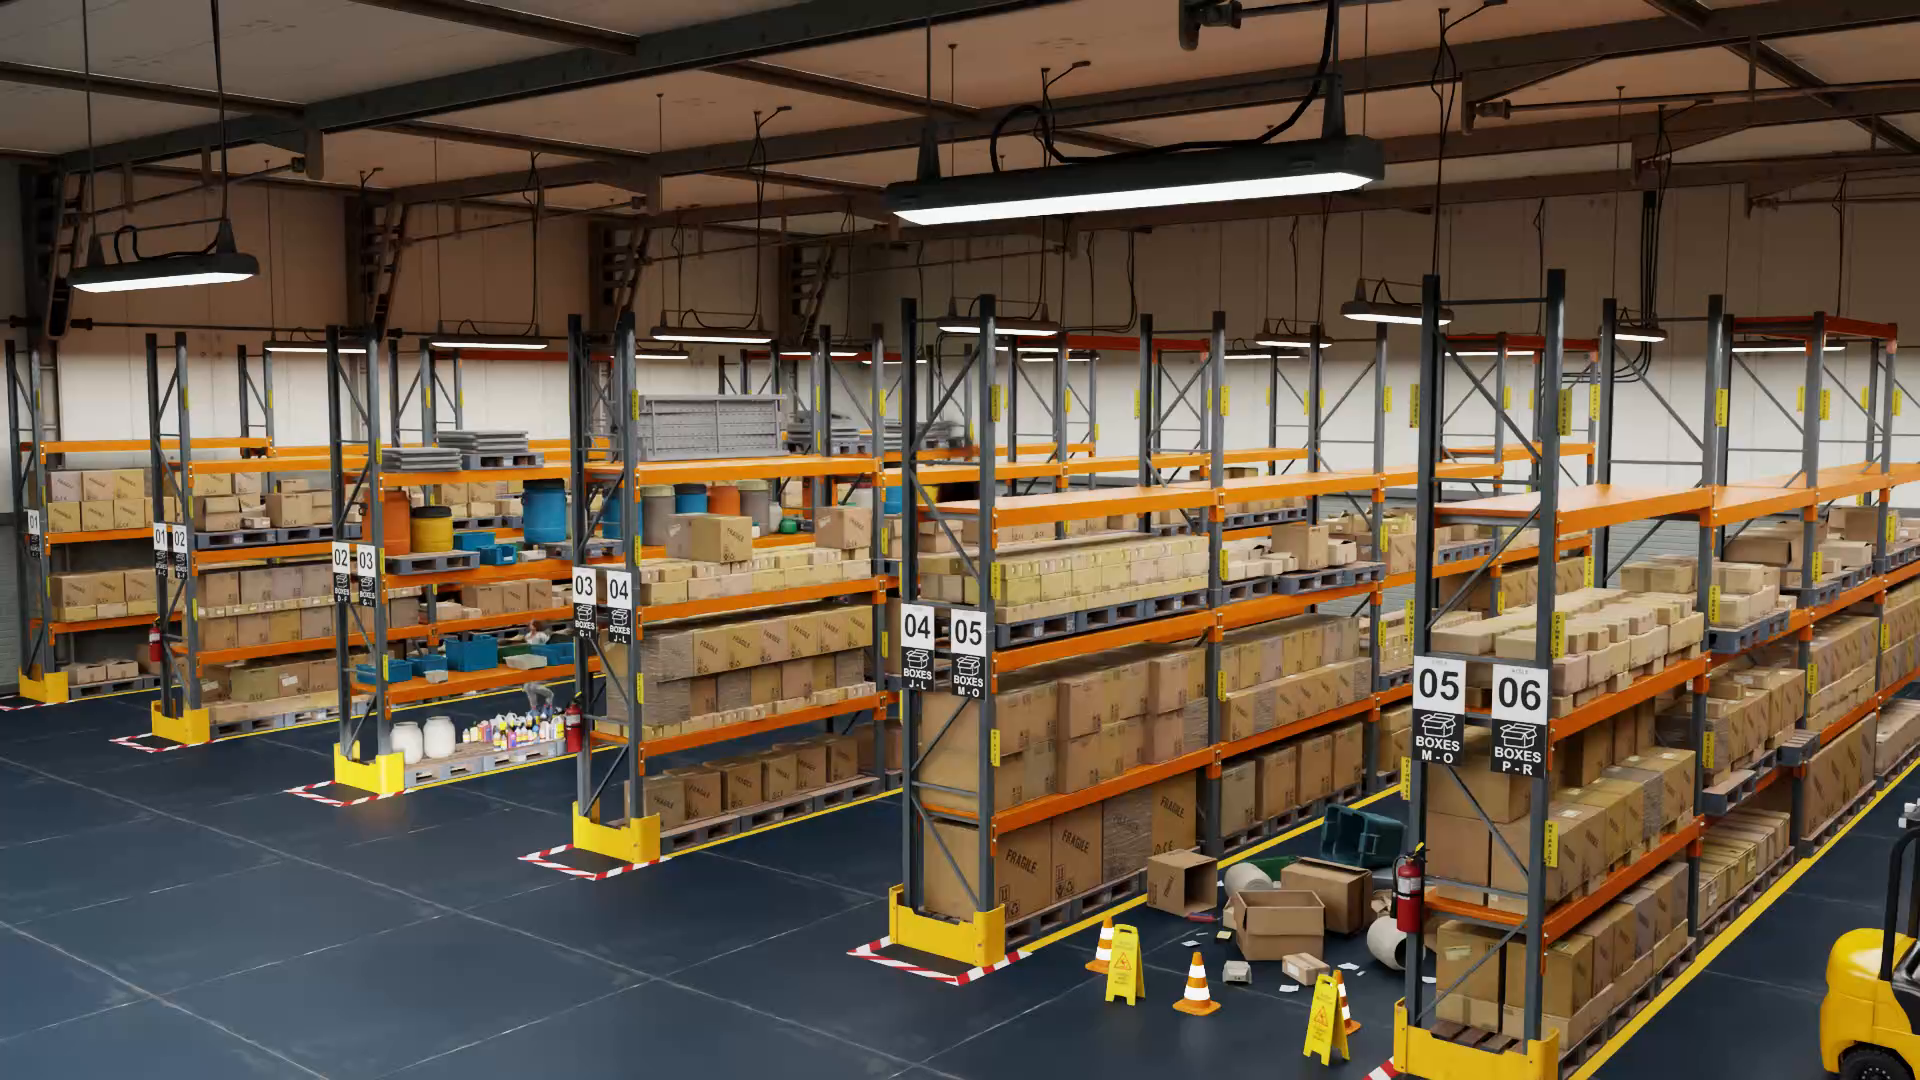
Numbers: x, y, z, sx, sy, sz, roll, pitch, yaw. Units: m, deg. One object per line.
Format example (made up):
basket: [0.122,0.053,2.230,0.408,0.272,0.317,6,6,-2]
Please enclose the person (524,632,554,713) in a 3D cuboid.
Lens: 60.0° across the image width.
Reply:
person: [-6.740,2.118,26.517,0.533,1.328,0.492,3,6,28]
